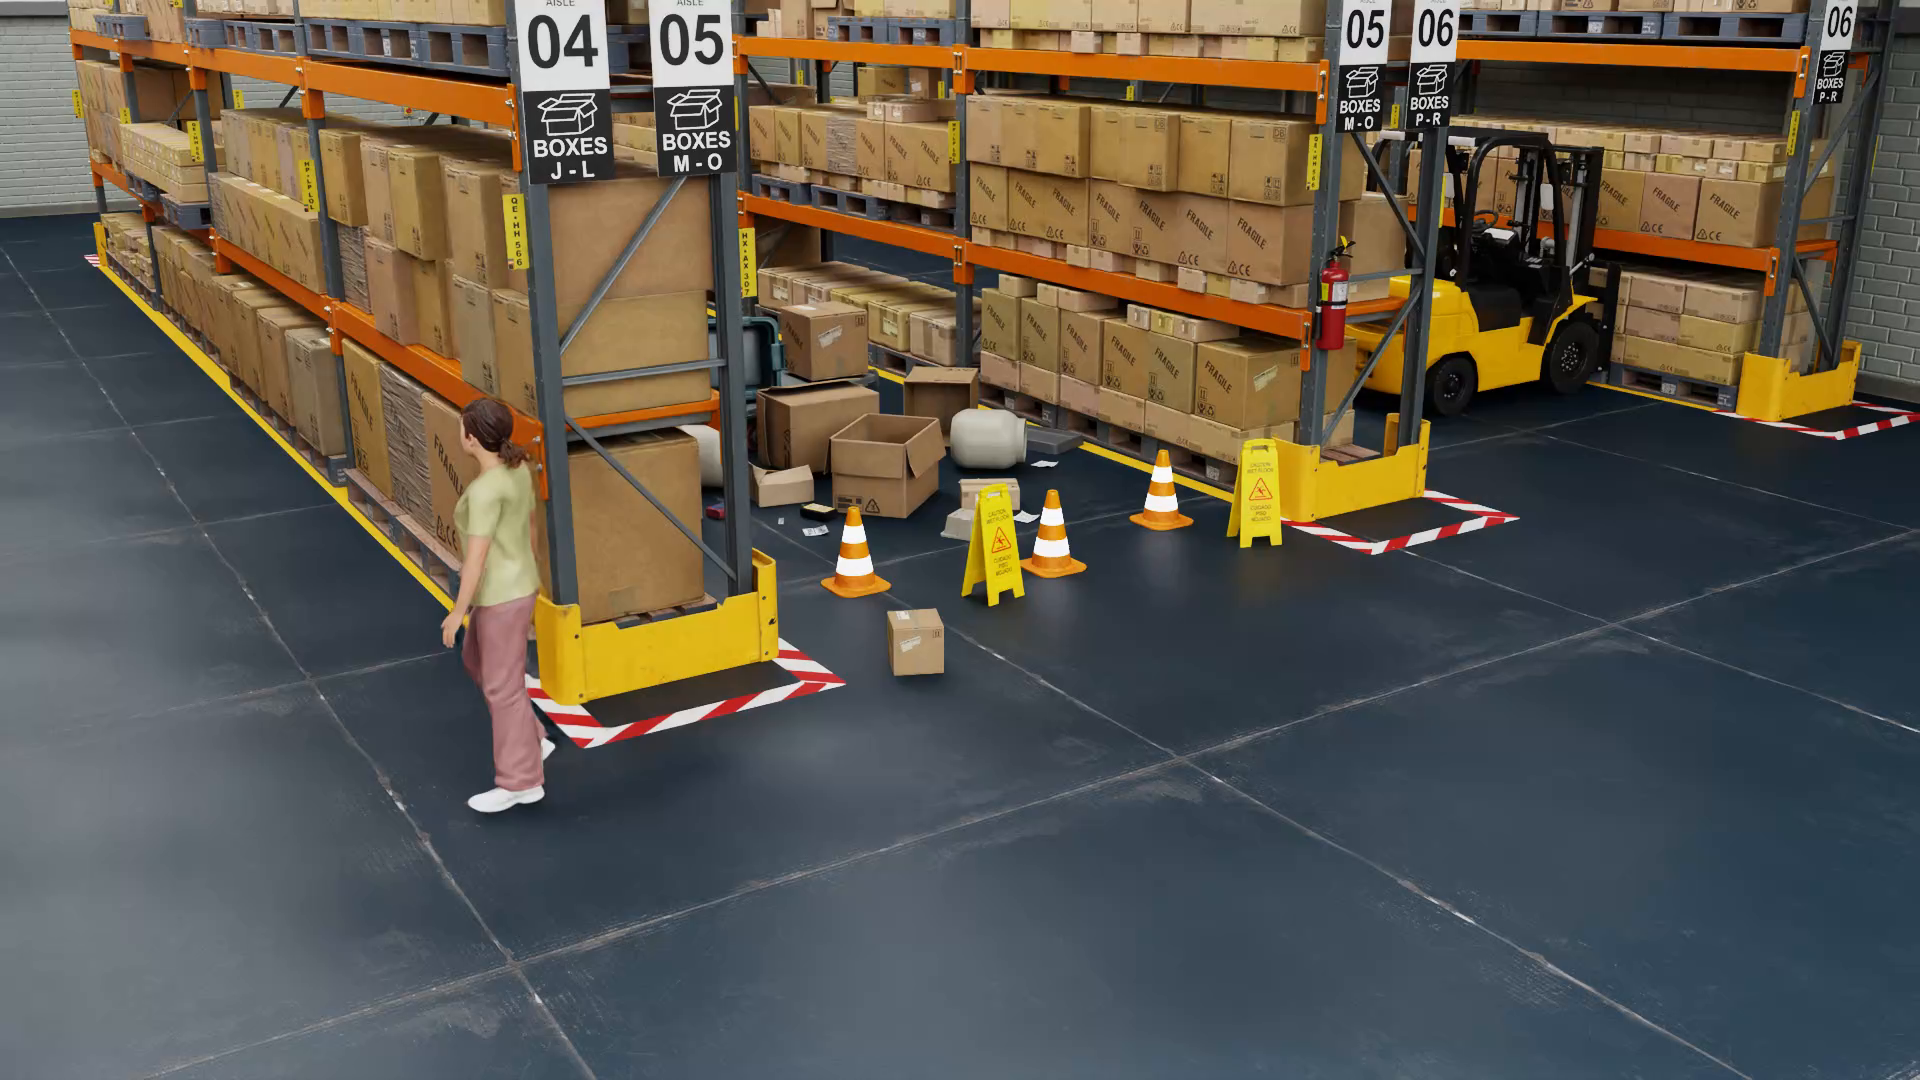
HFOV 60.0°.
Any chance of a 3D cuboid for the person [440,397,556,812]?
[{"bbox_3d":[-1.880,0.253,6.727,0.390,1.679,0.500,-1,18,-3],"label":"person"}]
